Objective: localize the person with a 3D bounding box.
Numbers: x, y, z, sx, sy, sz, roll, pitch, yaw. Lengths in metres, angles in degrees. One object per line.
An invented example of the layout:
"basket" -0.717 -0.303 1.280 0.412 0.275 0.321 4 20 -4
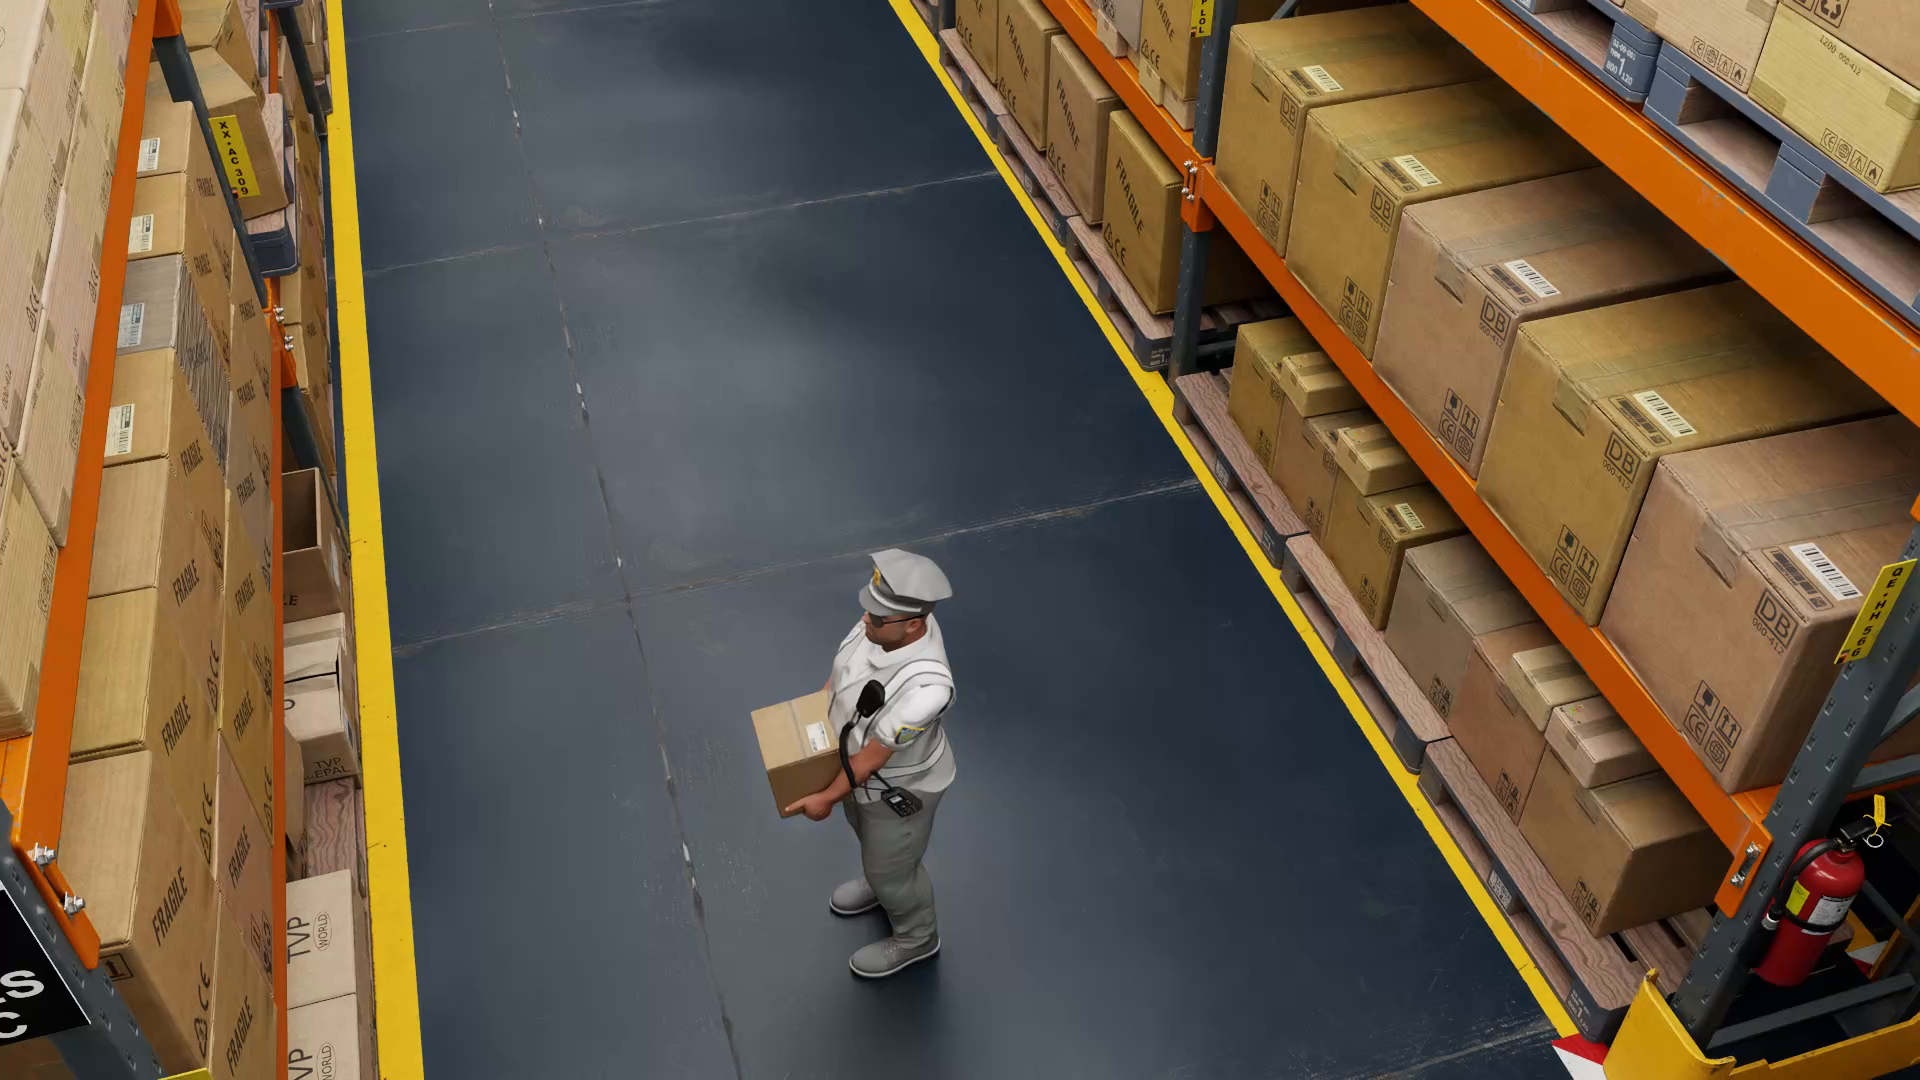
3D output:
"person" -0.305 0.743 5.322 0.563 1.763 0.494 -11 43 -12
